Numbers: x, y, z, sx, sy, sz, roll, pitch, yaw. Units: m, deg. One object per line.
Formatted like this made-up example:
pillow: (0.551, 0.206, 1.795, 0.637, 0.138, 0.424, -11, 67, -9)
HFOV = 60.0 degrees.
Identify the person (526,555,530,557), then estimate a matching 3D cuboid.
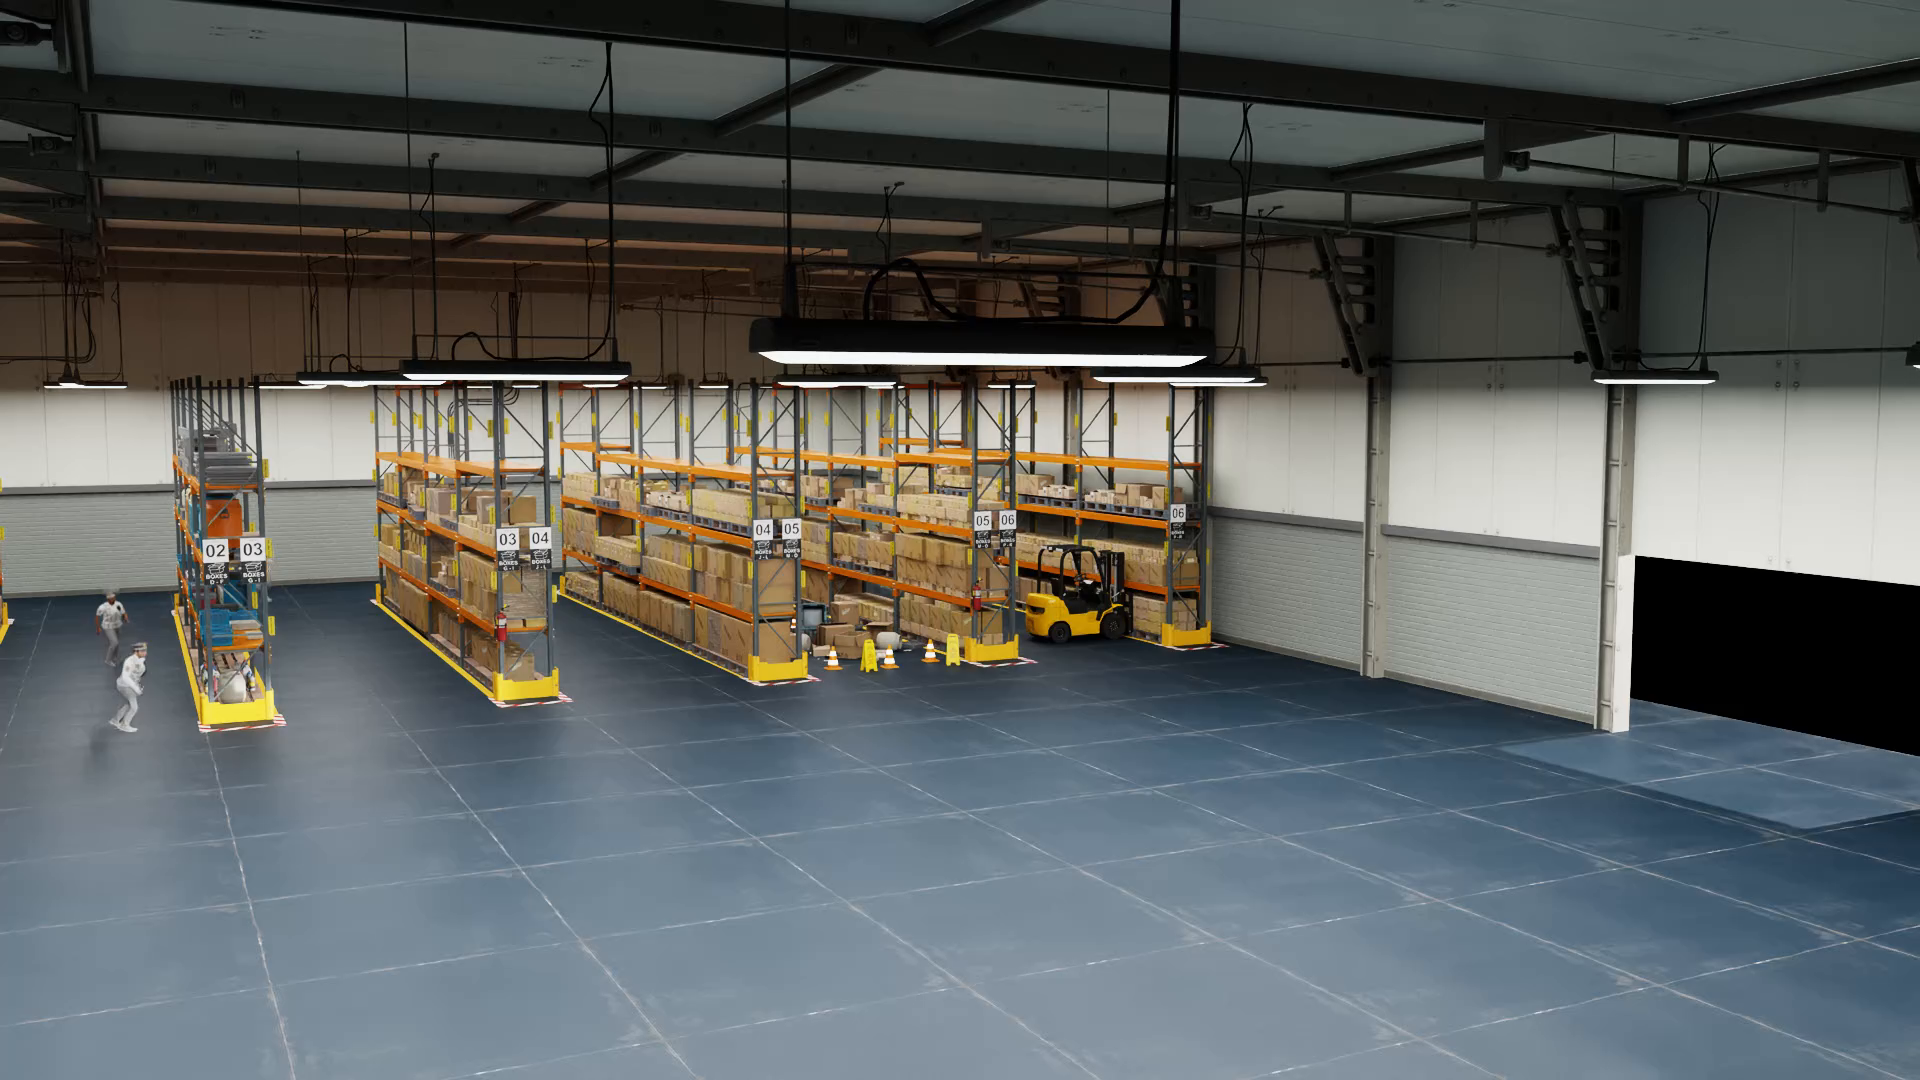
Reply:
person: (-11.768, 0.902, 45.773, 0.707, 1.533, 0.744, -3, 6, -31)

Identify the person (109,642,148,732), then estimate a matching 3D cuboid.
person: (-13.987, 2.469, 27.945, 0.792, 1.528, 0.603, 0, 5, -2)

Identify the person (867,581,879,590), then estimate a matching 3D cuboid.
person: (-2.618, 0.706, 47.787, 0.653, 1.556, 1.101, -2, 5, -21)

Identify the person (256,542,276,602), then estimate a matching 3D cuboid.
person: (-19.103, 0.848, 45.447, 0.711, 1.723, 0.812, 1, 5, 10)

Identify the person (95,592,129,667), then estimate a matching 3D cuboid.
person: (-17.683, 1.867, 34.806, 0.782, 1.634, 0.598, 2, 5, 22)
